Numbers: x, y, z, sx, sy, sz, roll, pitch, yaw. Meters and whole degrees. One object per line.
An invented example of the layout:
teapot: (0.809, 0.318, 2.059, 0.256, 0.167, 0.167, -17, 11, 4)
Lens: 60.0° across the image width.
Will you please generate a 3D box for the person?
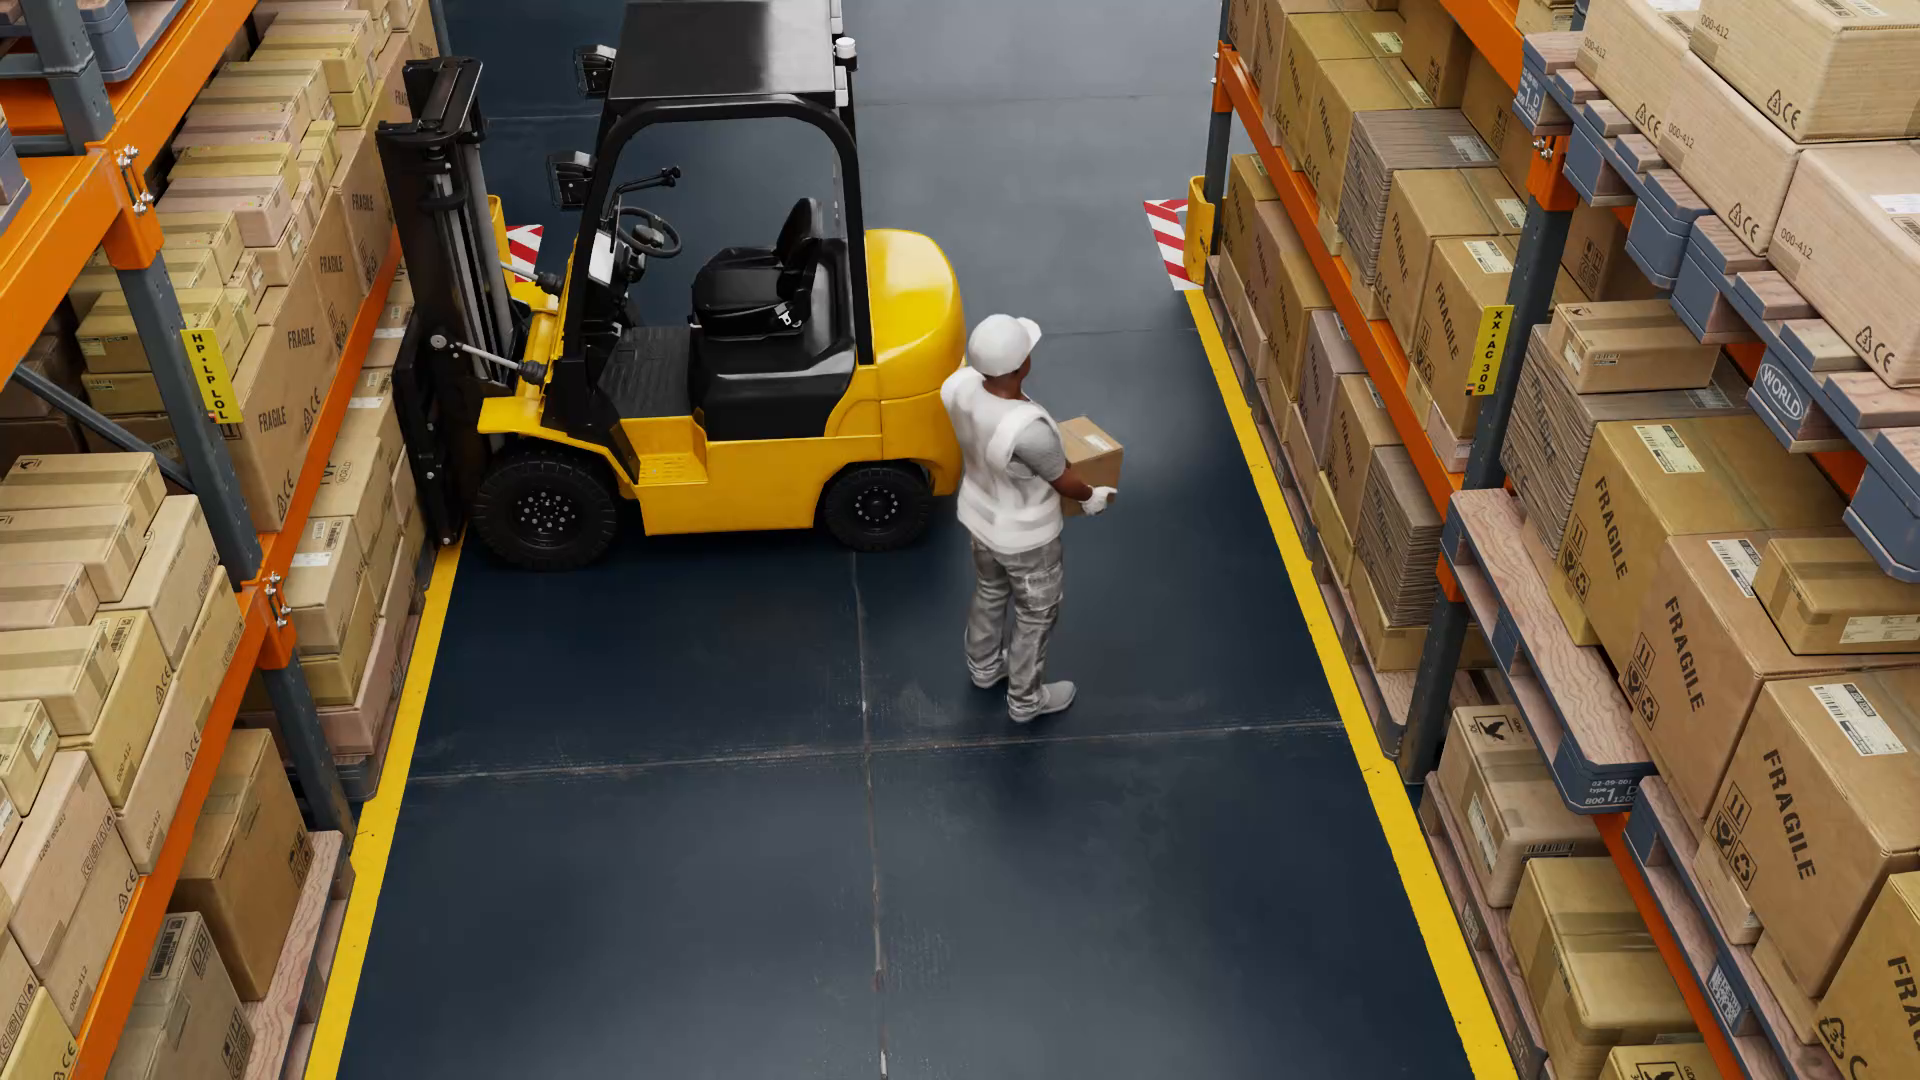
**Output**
person: (0.271, -0.111, 6.275, 0.577, 1.785, 0.497, -23, 44, -26)
